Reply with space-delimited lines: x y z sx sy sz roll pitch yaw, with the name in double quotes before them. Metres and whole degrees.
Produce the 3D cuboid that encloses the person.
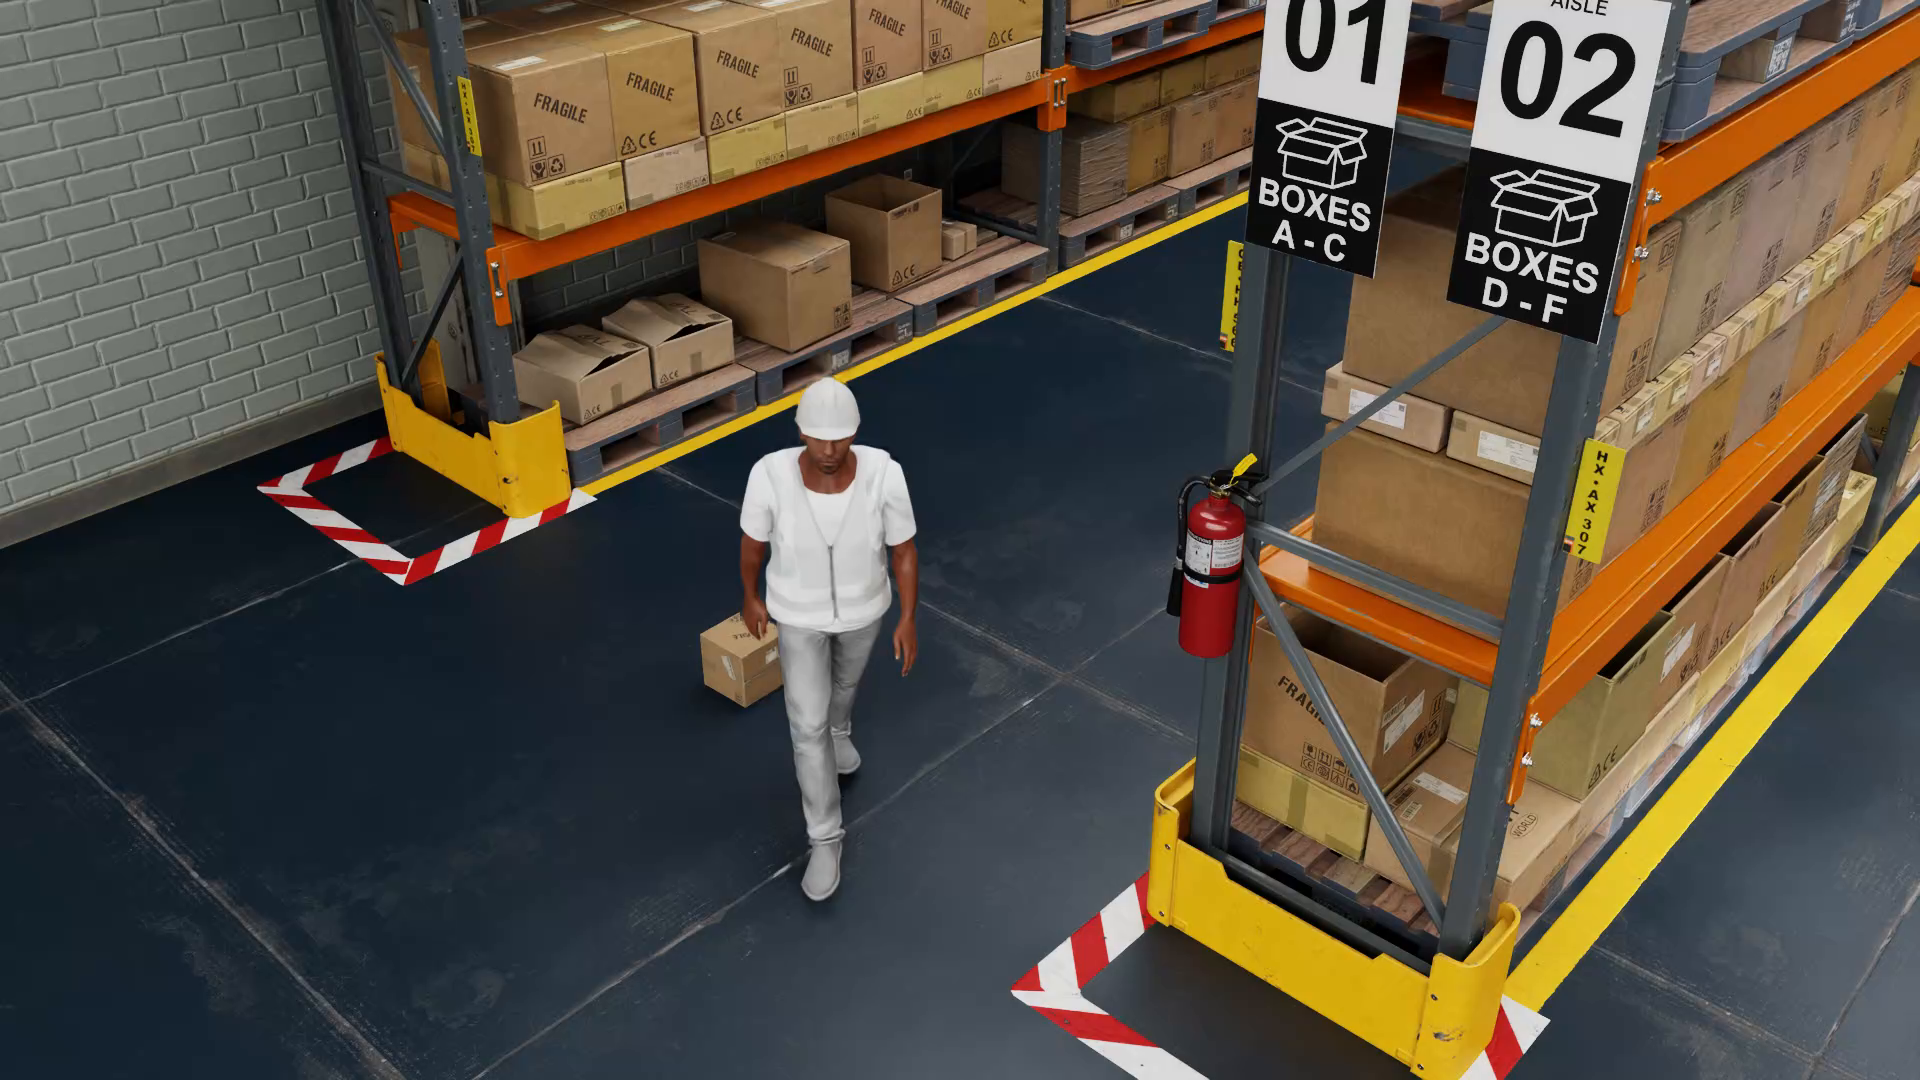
"person" -0.424 0.252 5.670 0.586 1.714 0.946 -8 32 -13
